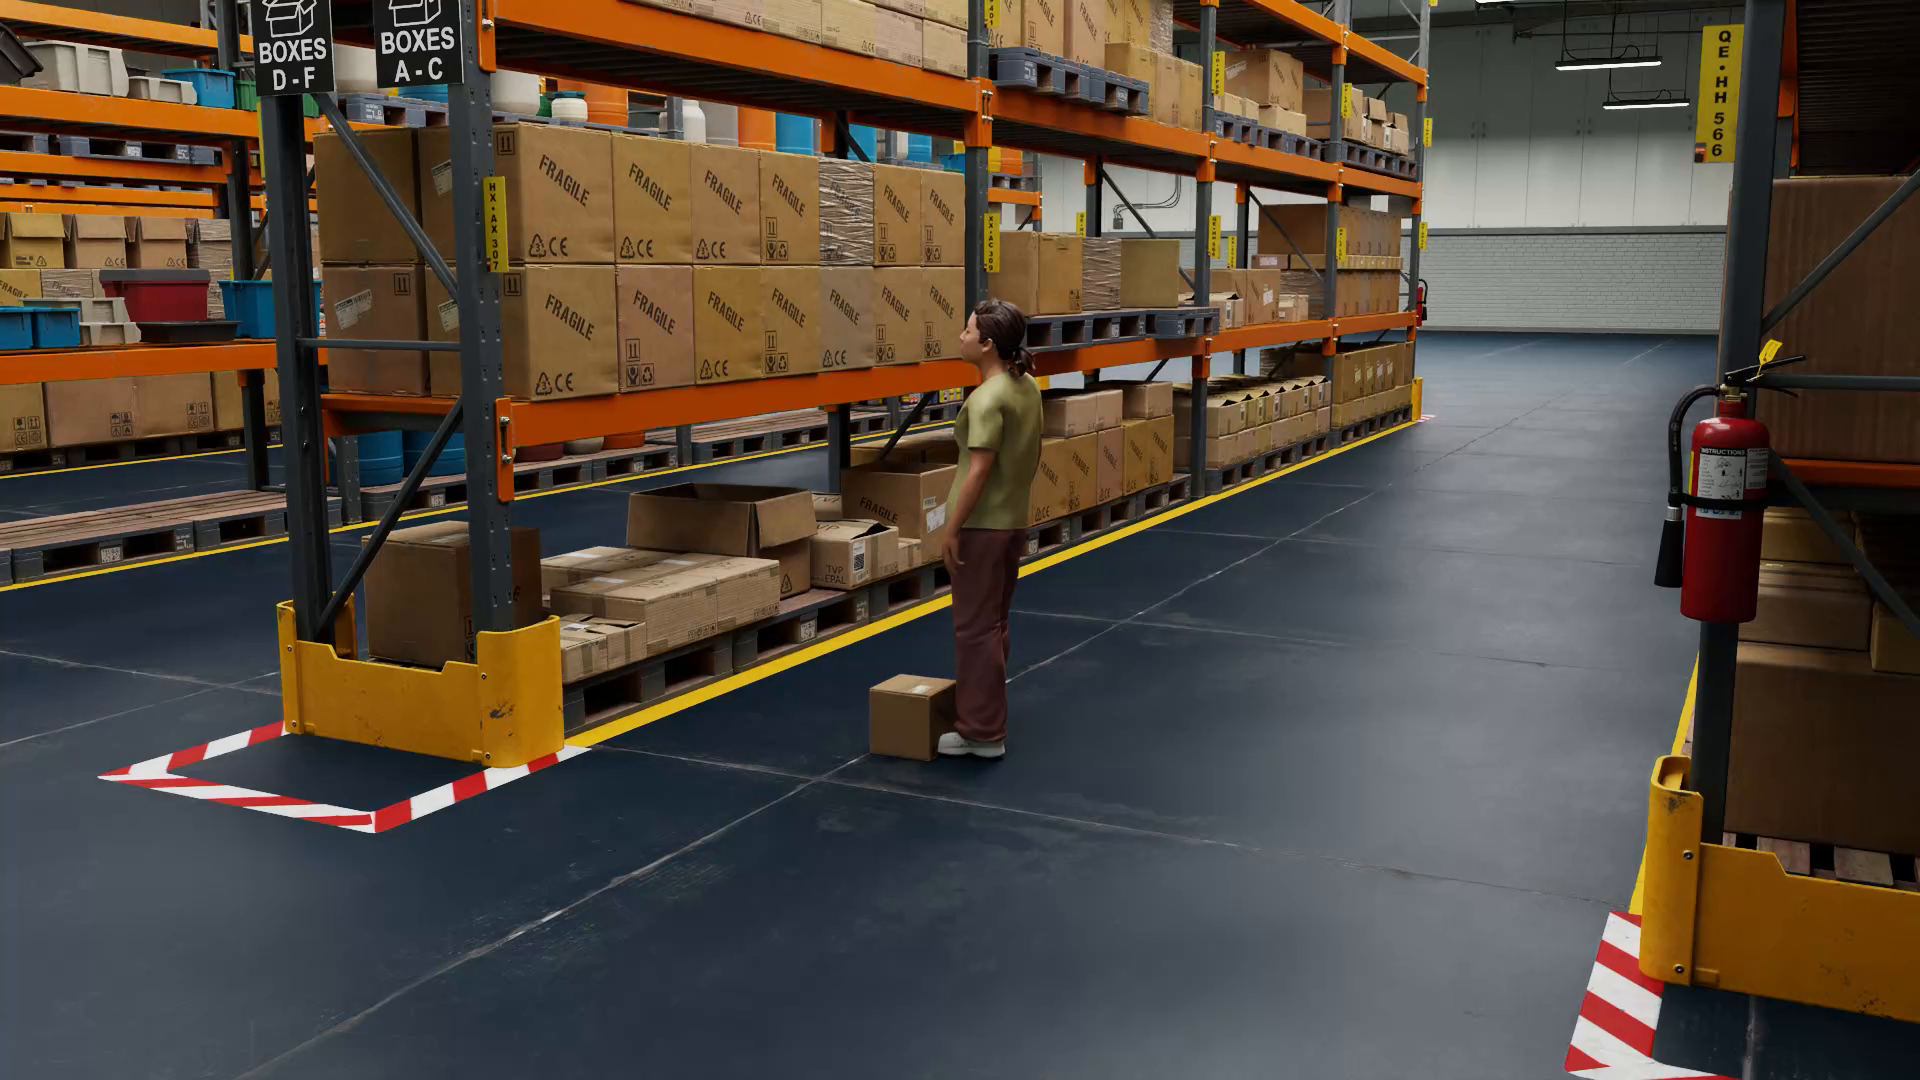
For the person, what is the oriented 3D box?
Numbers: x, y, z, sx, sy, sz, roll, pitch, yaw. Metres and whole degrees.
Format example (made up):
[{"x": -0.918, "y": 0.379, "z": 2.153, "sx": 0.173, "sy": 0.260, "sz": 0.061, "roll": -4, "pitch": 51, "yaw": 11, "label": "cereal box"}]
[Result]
[{"x": 0.037, "y": -0.038, "z": 6.049, "sx": 0.547, "sy": 1.673, "sz": 0.553, "roll": 5, "pitch": 10, "yaw": 26, "label": "person"}]
